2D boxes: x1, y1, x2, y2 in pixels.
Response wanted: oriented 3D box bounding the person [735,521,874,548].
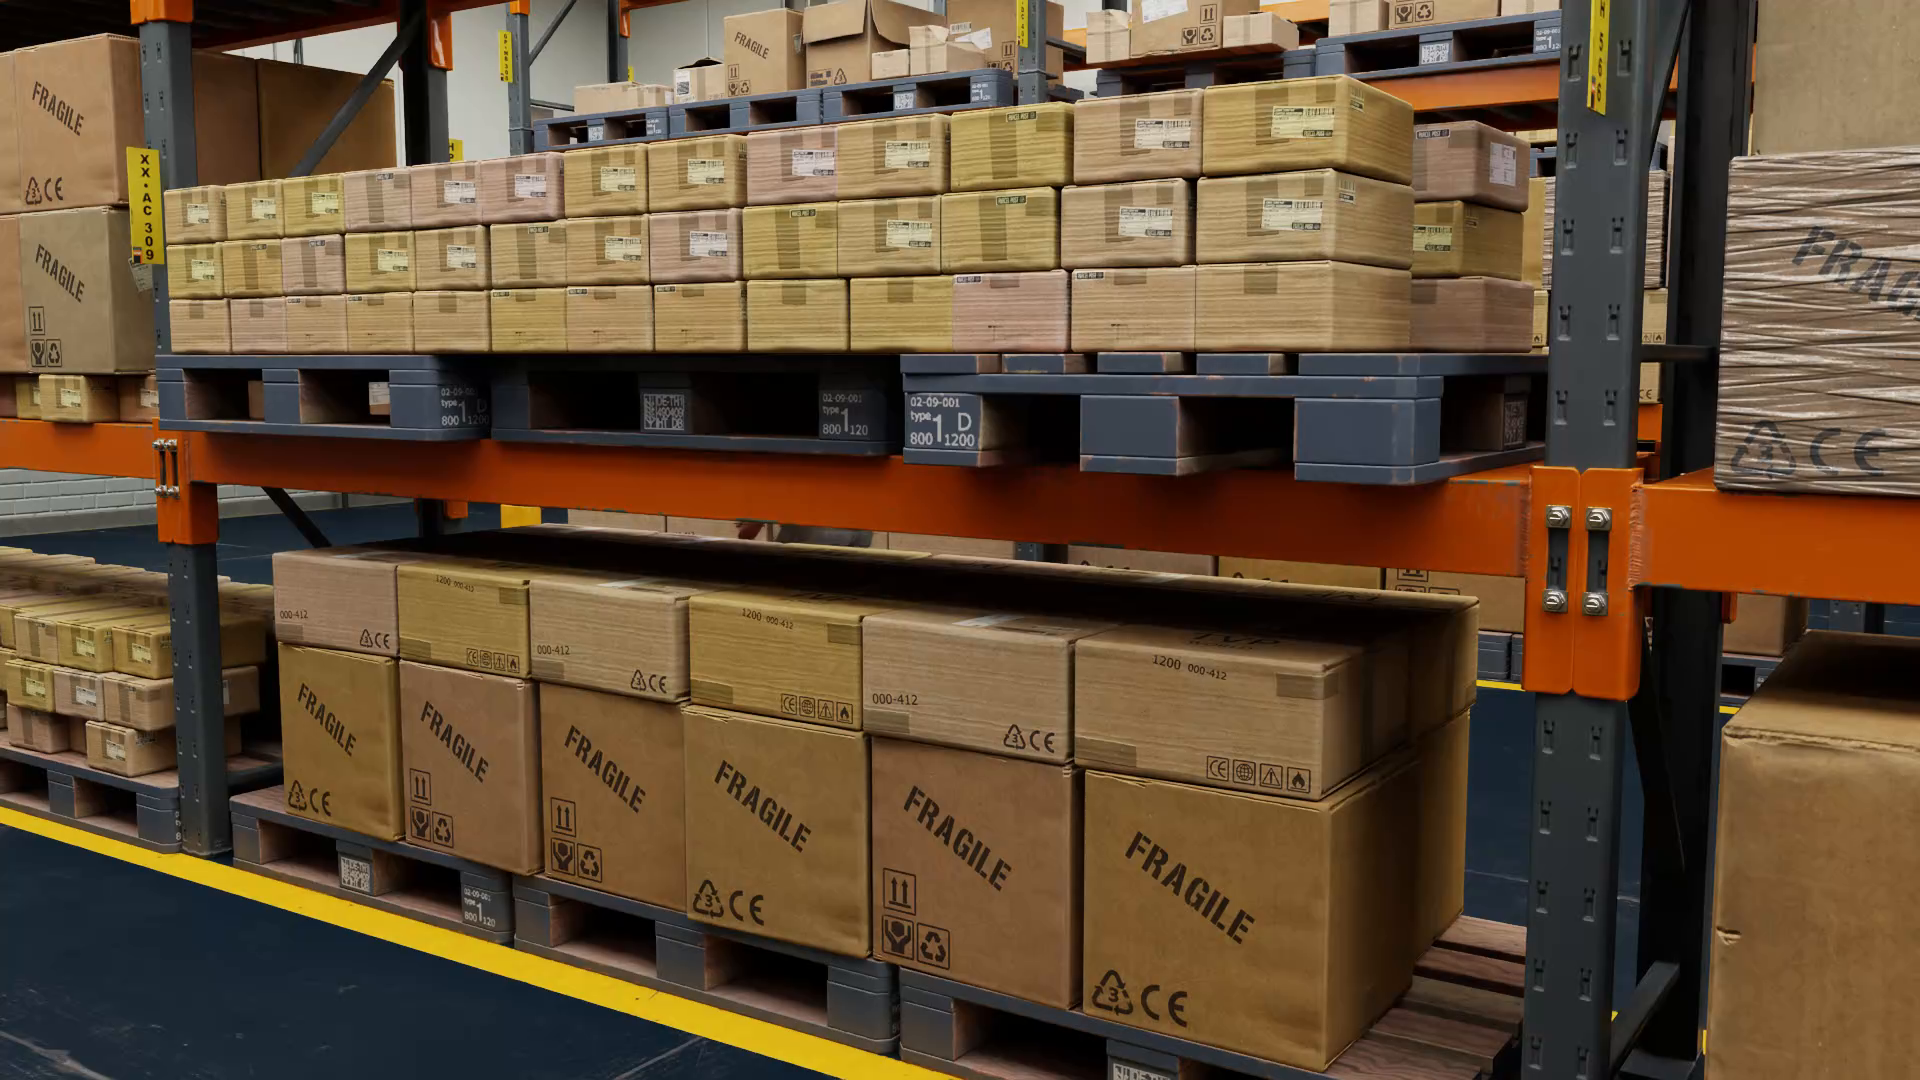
[{"bbox_3d":[-0.665,-0.093,7.117,0.581,1.647,0.577,4,8,35],"label":"person"}]
